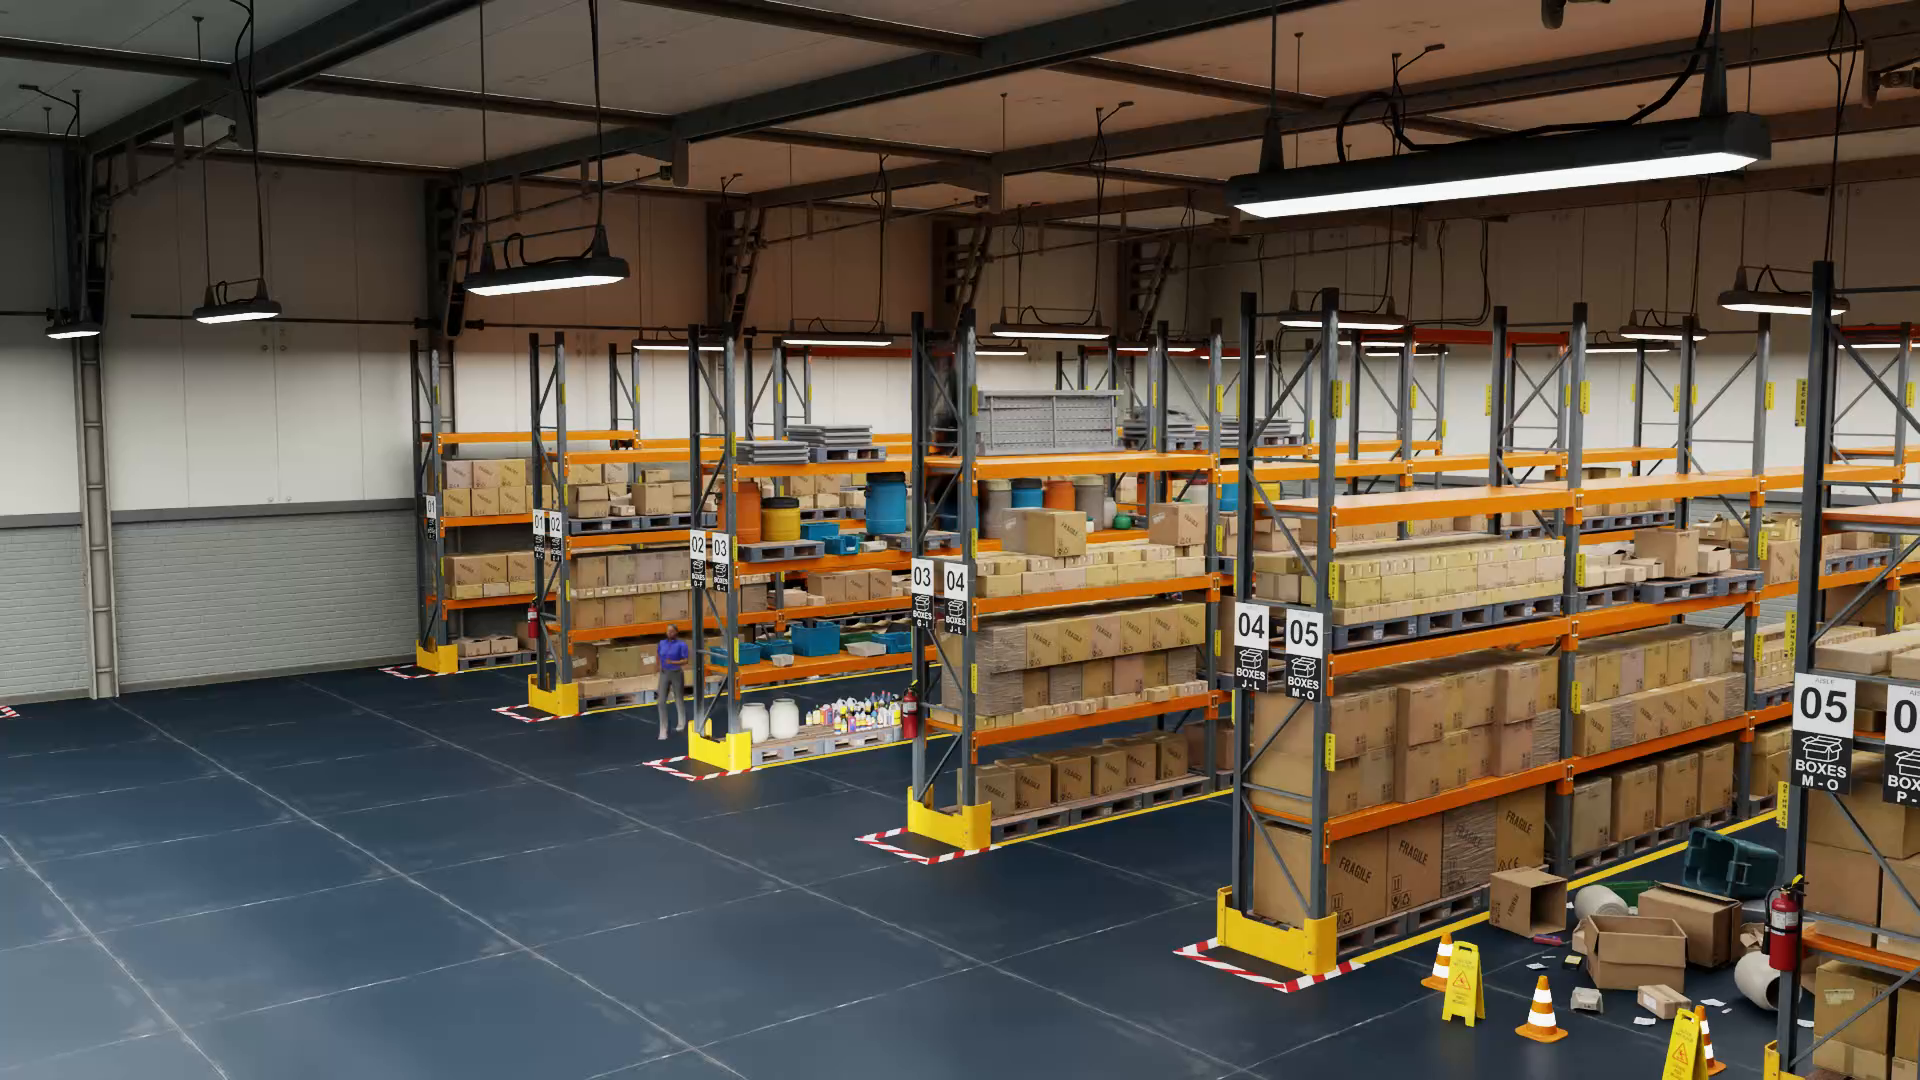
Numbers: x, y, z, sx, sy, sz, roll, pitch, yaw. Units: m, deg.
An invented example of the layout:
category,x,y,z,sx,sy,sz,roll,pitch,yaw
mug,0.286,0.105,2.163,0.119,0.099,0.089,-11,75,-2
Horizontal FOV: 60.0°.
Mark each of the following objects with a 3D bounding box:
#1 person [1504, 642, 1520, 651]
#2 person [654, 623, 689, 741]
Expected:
category,x,y,z,sx,sy,sz,roll,pitch,yaw
person,7.659,2.164,23.151,0.791,1.733,0.714,-5,7,-43
person,-4.254,2.074,24.537,0.549,1.716,0.773,0,5,3
